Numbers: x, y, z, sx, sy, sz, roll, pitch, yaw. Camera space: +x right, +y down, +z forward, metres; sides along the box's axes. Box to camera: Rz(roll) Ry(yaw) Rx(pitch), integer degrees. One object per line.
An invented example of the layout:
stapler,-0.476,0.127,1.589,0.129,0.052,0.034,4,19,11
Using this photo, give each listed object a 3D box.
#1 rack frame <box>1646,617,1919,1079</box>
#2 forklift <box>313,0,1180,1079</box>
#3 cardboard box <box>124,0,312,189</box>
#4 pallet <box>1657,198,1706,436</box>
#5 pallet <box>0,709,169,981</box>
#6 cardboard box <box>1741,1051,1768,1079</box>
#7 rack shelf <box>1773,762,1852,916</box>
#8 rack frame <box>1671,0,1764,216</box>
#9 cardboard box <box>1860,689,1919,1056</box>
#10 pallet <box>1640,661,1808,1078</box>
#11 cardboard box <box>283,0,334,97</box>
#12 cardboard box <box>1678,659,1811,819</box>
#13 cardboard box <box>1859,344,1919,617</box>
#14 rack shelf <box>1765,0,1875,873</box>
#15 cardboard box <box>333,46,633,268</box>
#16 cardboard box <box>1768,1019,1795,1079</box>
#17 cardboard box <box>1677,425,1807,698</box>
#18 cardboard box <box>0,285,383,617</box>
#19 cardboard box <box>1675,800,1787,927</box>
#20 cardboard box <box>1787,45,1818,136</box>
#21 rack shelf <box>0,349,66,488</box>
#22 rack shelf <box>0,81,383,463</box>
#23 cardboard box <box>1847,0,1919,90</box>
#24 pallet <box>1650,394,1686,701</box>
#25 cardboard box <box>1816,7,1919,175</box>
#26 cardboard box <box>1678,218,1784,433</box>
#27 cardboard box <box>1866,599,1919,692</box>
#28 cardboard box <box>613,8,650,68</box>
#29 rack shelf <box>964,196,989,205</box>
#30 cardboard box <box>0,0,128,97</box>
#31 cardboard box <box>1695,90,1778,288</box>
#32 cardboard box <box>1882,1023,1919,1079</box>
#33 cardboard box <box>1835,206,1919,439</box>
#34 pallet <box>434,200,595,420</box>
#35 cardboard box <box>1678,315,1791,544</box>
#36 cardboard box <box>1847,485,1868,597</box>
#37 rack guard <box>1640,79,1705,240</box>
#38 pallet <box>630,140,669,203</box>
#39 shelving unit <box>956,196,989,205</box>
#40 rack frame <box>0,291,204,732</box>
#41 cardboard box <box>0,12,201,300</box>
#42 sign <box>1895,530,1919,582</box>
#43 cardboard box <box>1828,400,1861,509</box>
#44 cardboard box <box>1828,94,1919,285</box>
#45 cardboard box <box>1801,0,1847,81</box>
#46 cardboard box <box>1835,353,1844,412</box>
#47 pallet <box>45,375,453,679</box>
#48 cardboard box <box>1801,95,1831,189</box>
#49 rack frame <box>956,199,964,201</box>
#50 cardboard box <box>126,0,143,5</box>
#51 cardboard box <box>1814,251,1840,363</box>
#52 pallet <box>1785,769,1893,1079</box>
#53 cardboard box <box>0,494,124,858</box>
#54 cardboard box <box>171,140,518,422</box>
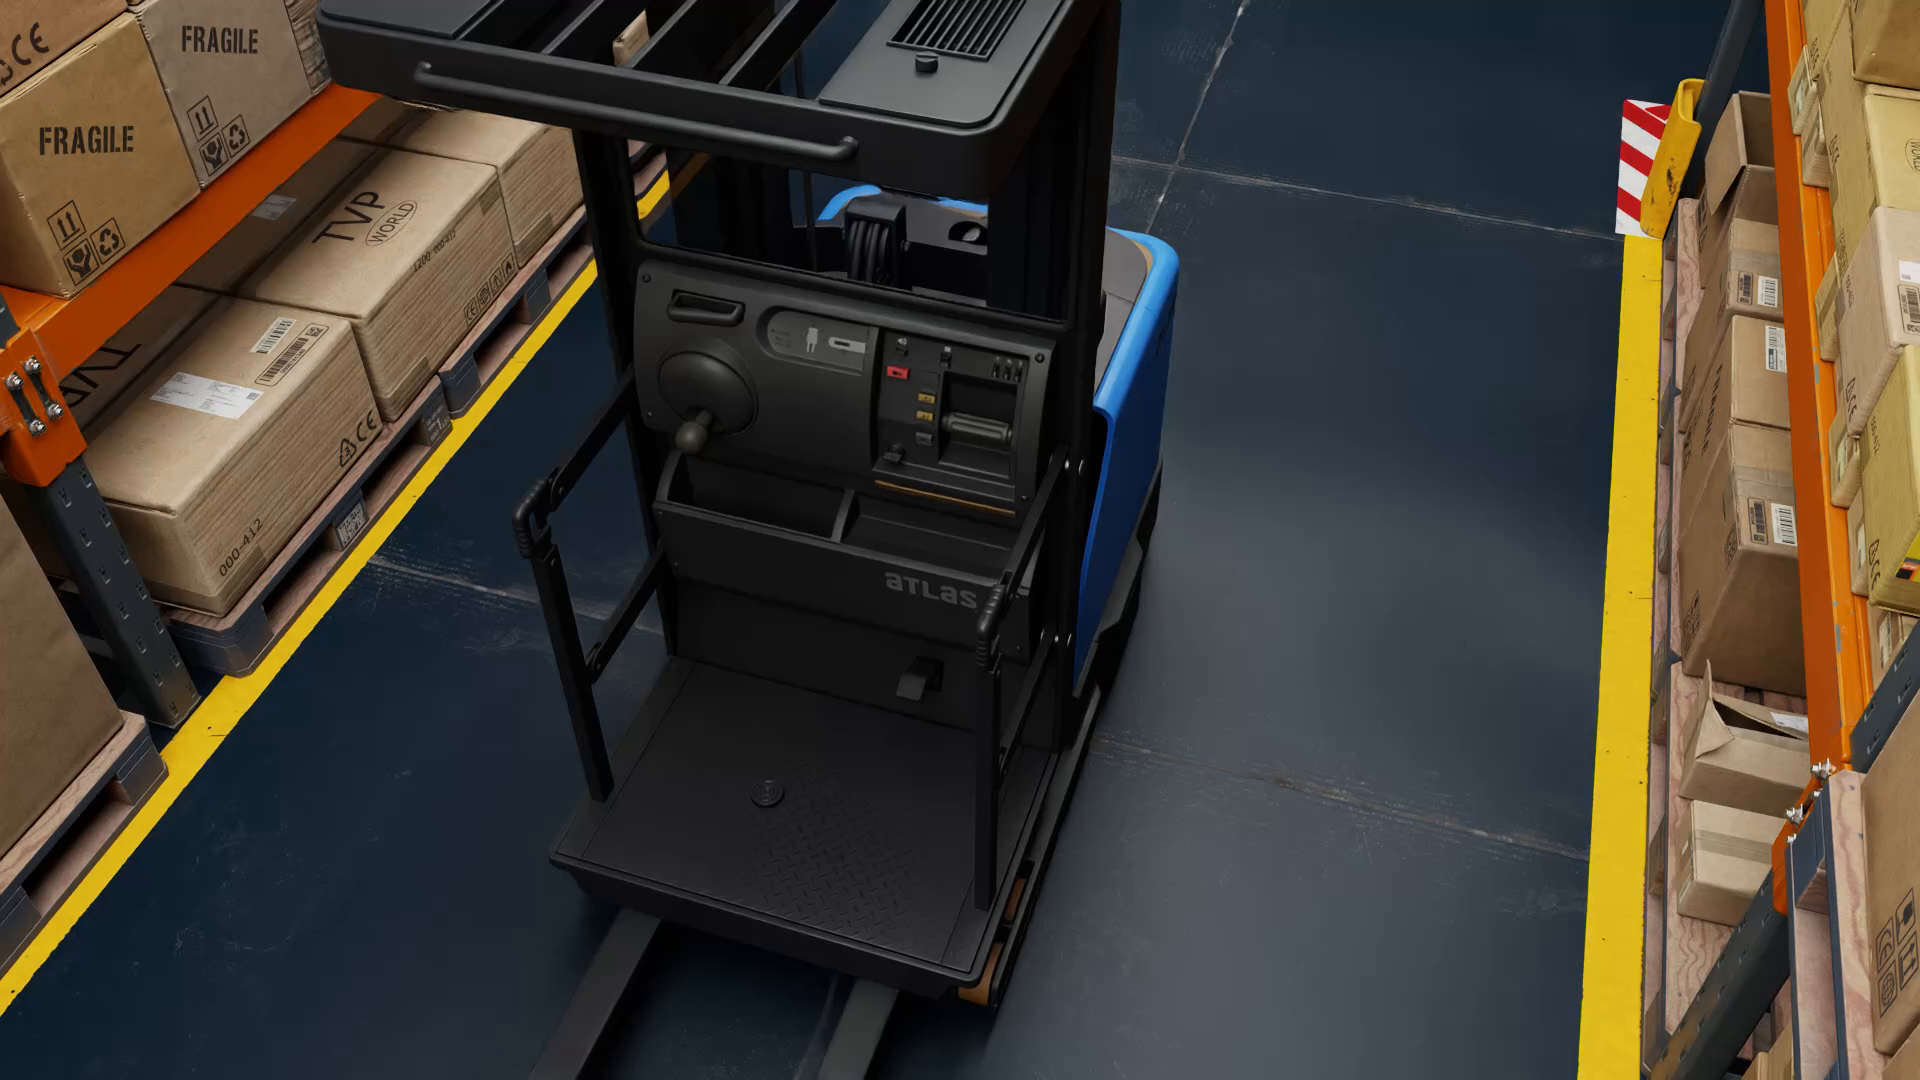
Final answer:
rack frame,2.058,0.371,2.726,0.949,2.616,0.053,13,46,13
forklift,-0.328,-0.234,3.394,1.130,2.935,3.031,13,46,13
cardboard box,-2.123,-1.305,4.367,0.500,0.500,0.500,13,46,13
pallet,3.009,-0.716,5.831,1.003,0.211,1.213,13,46,13
pallet,-2.832,0.850,4.231,1.003,0.211,1.213,13,46,13
cardboard box,1.700,1.390,3.172,0.500,0.500,0.500,14,46,14
rack shelf,1.456,1.962,1.615,1.077,0.370,4.000,13,46,13
rack frame,3.273,-2.295,5.450,1.000,3.000,0.127,13,46,13
cardboard box,1.702,0.461,2.263,0.700,0.500,0.500,14,46,14
pallet,2.270,0.911,4.169,1.003,0.211,1.213,13,46,13
cardboard box,-1.966,-1.635,4.705,0.500,0.500,0.500,13,46,13
cardboard box,2.058,0.527,4.221,0.396,0.266,0.258,14,46,14
cardboard box,1.983,-0.072,3.074,0.500,0.250,0.500,14,46,14
rack shelf,2.667,-0.705,4.340,1.077,0.370,4.000,13,46,13
cardboard box,-1.833,-1.505,6.175,0.875,0.438,0.875,14,46,14
cardboard box,1.699,1.066,3.039,0.380,0.149,0.250,15,46,14
cardboard box,2.387,0.090,4.501,0.700,0.500,0.500,11,45,11
cardboard box,-2.378,-0.307,4.951,0.875,0.438,0.875,12,46,12
cardboard box,1.950,0.807,4.019,0.380,0.149,0.250,11,45,11
cardboard box,2.474,-1.196,4.507,0.380,0.149,0.250,11,46,11
rack shelf,-3.276,0.913,2.687,1.077,0.370,4.000,13,46,13
rack shelf,-2.065,-1.753,5.411,1.077,0.370,4.000,13,46,13
cardboard box,2.424,-1.370,3.864,0.500,0.500,0.500,14,46,14
pallet,2.638,0.095,5.002,1.003,0.211,1.213,13,46,13
cardboard box,2.441,-1.082,4.106,0.500,0.250,0.500,11,46,11
cardboard box,2.701,-0.602,5.208,0.700,0.500,0.500,14,46,14
cardboard box,1.917,0.195,3.085,0.380,0.149,0.250,13,46,13
cardboard box,-1.564,-2.117,6.800,0.875,0.438,0.875,11,45,11
rack shelf,0.176,-1.087,4.941,0.258,0.148,0.480,13,46,13
cardboard box,-2.296,-1.337,3.685,0.500,0.500,0.500,13,46,13
cardboard box,2.997,-1.165,5.780,0.797,0.503,0.637,11,45,11
cardboard box,1.545,0.806,1.910,0.700,0.500,0.500,13,46,13
cardboard box,2.121,-0.409,3.418,0.500,0.250,0.500,13,46,13
pallet,-1.998,-0.987,6.108,1.003,0.211,1.213,13,46,12
cardboard box,2.446,-0.271,4.869,0.500,0.500,0.500,13,46,13
cardboard box,1.975,0.017,3.267,0.380,0.149,0.250,14,46,14
rack guard,3.250,-1.351,6.273,1.175,0.500,0.348,13,46,13
pallet,-1.627,-1.797,6.936,1.003,0.211,1.213,13,46,13
shelving unit,0.176,-0.806,5.216,0.258,1.200,0.503,13,46,13
rack frame,-2.671,-0.677,3.798,1.000,3.000,0.127,13,46,13
cardboard box,-2.279,-0.970,4.026,0.500,0.500,0.500,14,46,14
sign,1.542,-0.048,2.535,0.100,0.325,0.005,13,46,13
cardboard box,2.031,-0.161,3.450,0.380,0.149,0.250,14,46,14
cardboard box,2.284,-0.739,3.755,0.500,0.250,0.500,12,46,12
cardboard box,2.576,-1.427,4.459,0.500,0.250,0.500,12,46,12
cardboard box,2.136,-0.330,3.623,0.380,0.149,0.250,14,46,14
pallet,-2.366,-0.171,5.274,1.003,0.211,1.213,13,46,13
cardboard box,2.414,-1.016,4.323,0.380,0.149,0.250,14,46,13
rack frame,0.099,-0.644,5.050,0.240,1.200,0.015,13,46,13
cardboard box,-2.137,-1.672,4.027,0.500,0.500,0.500,12,46,12
cardboard box,2.187,-0.507,3.803,0.380,0.149,0.250,12,46,12
pallet,1.715,0.950,2.272,1.003,0.211,1.213,13,46,13
cardboard box,-2.782,0.362,3.954,0.875,0.875,0.875,14,46,14
cardboard box,-2.108,-0.904,5.561,0.875,0.438,0.875,11,45,11
